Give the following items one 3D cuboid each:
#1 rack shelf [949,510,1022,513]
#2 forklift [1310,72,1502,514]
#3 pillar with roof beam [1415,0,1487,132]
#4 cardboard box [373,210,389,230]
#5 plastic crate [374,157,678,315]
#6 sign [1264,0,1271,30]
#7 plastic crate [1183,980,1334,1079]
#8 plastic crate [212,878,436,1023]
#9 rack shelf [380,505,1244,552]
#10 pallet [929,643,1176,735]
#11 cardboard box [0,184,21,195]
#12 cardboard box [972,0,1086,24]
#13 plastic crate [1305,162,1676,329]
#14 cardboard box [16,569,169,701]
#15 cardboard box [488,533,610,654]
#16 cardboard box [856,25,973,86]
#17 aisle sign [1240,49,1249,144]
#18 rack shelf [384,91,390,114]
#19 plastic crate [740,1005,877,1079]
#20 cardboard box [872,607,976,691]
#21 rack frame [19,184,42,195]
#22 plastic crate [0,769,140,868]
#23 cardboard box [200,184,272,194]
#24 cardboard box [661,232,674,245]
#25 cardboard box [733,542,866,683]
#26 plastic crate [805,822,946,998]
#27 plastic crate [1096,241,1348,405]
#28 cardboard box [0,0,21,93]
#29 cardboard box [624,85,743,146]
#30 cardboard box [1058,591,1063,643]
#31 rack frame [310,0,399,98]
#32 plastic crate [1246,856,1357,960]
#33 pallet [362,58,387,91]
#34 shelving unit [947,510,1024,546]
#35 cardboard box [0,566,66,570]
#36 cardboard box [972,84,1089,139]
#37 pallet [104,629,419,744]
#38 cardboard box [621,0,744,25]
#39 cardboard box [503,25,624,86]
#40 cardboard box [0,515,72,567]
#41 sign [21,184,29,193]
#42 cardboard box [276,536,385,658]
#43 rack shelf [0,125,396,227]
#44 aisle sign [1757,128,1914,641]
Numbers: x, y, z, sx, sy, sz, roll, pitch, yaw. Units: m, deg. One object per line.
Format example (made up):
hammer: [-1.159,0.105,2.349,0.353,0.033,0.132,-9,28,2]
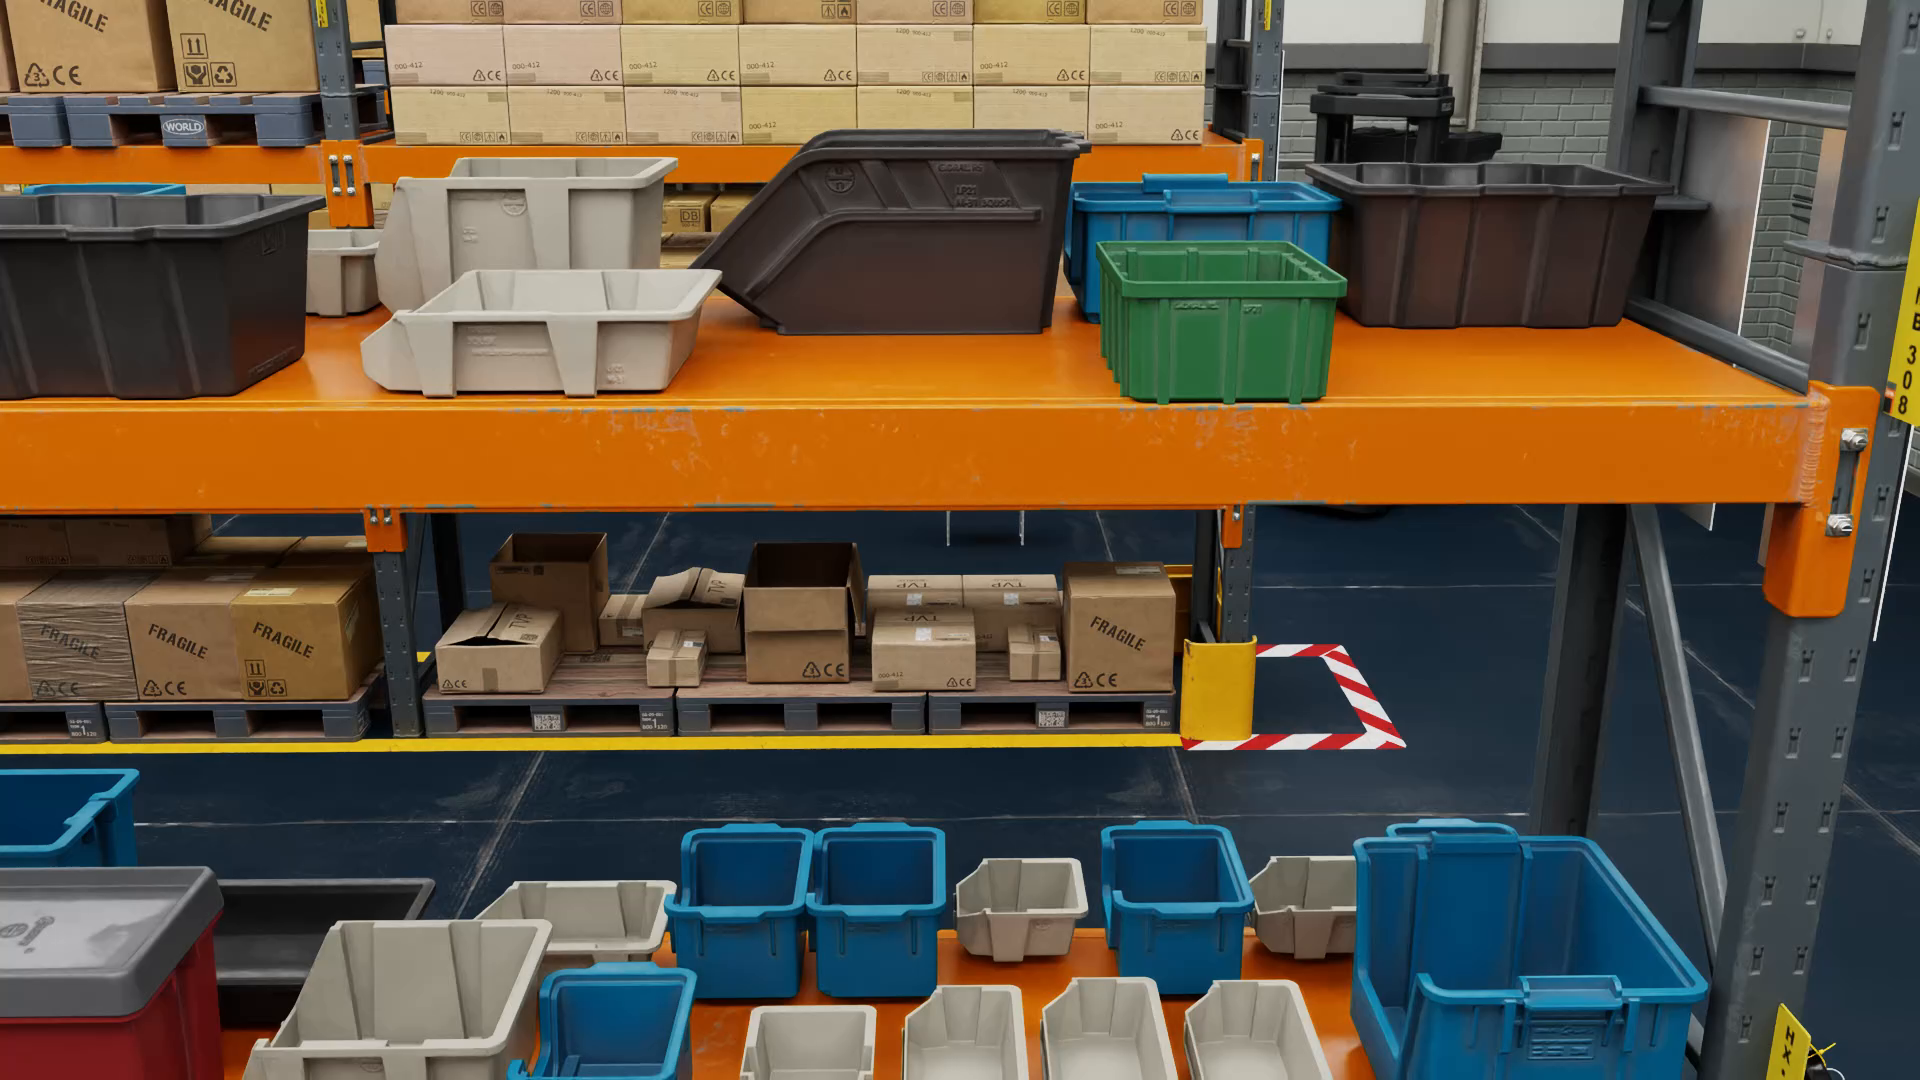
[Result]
rack shelf: [0.165,-0.283,10.960,0.480,0.148,0.258,0,18,-1]
forklift: [3.256,-1.964,12.371,1.130,2.935,3.031,12,22,34]
pillar with roof beam: [3.984,-3.970,8.690,0.400,9.000,9.100,0,18,-1]
cardboard box: [-4.239,-2.246,12.454,0.500,0.500,0.500,0,18,-1]
plastic crate: [-0.834,-0.580,3.229,0.530,0.282,0.437,0,18,-1]
sign: [1.301,-2.318,7.003,0.005,0.325,0.100,0,18,-1]
plastic crate: [0.574,1.031,3.255,0.243,0.136,0.396,0,18,-1]
plastic crate: [-1.498,0.909,3.654,0.590,0.125,0.437,0,18,-1]
rack shelf: [-0.687,-0.286,8.205,4.000,0.370,1.077,0,18,-1]
pallet: [0.439,0.695,8.537,1.213,0.211,1.003,0,18,-1]
cardboard box: [-7.113,-2.667,12.506,0.250,0.149,0.380,-3,18,-8]
cardboard box: [0.298,-2.606,7.549,0.500,0.500,0.700,0,18,-1]
plastic crate: [0.998,-0.574,3.230,0.590,0.269,0.497,0,18,-1]
cardboard box: [-4.172,0.454,8.093,0.500,0.500,0.500,0,18,0]
cardboard box: [-2.122,0.273,8.658,0.500,0.500,0.500,0,18,-1]
cardboard box: [-0.197,-2.149,7.351,0.500,0.250,0.500,0,18,-1]
aisle sign: [1.376,-1.966,8.009,0.004,0.787,0.394,0,18,-1]
rack shelf: [-4.769,-3.208,12.403,4.000,0.370,1.077,0,18,-1]
plastic crate: [-0.289,1.044,3.215,0.250,0.136,0.298,0,18,-1]
cardboard box: [-0.178,0.535,8.249,0.500,0.250,0.500,0,18,-1]
rack frame: [-6.768,-2.112,12.721,0.127,3.000,1.000,0,18,-1]
plastic crate: [-2.151,0.767,3.674,0.575,0.384,0.392,0,18,-1]
cardboard box: [-5.273,-2.598,12.324,0.500,0.250,0.500,0,18,0]
cardboard box: [-1.673,-1.227,8.161,0.500,0.500,0.500,-1,18,-2]
cardboard box: [-0.809,0.350,8.412,0.637,0.503,0.797,0,18,-1]
plastic crate: [-0.182,0.833,3.715,0.300,0.233,0.416,0,18,-1]
plastic crate: [0.405,-0.360,2.696,0.336,0.188,0.450,0,18,-1]
cardboard box: [-4.526,-2.355,7.552,0.600,0.600,0.600,-1,18,-3]
cardboard box: [-1.197,-1.905,7.411,0.500,0.250,0.500,0,18,-1]
cardboard box: [0.638,0.400,8.808,0.250,0.166,0.380,0,18,-1]
rack frame: [-2.687,-3.475,7.149,0.127,3.000,1.000,0,18,-1]
plastic crate: [0.813,0.849,3.824,0.298,0.136,0.250,0,18,-1]
pallet: [-3.685,-3.449,12.292,1.217,0.209,0.805,-1,18,-3]
shelving unit: [0.165,-0.572,10.867,0.503,1.200,0.258,0,18,-1]
cardboard box: [-4.713,0.299,8.578,0.500,0.500,0.500,-1,18,-3]
cardboard box: [0.303,-1.913,7.434,0.500,0.250,0.500,0,18,-1]
pallet: [-3.500,0.725,8.443,1.213,0.211,1.003,0,18,-1]
cardboard box: [-1.199,-2.548,7.368,0.500,0.500,0.700,0,18,-1]
cardboard box: [-1.697,-2.143,7.333,0.500,0.250,0.500,0,18,-1]
cardboard box: [-4.676,-0.059,8.467,0.500,0.250,0.500,-1,18,-2]
sign: [-6.750,-2.460,12.040,0.005,0.325,0.100,0,18,-1]
cardboard box: [-3.175,0.290,8.604,0.500,0.500,0.500,-1,18,-3]
rack shelf: [-4.687,-1.695,7.687,4.000,0.370,1.077,0,18,-1]
aisle sign: [1.463,-0.274,2.734,0.004,0.787,0.394,0,18,-1]
